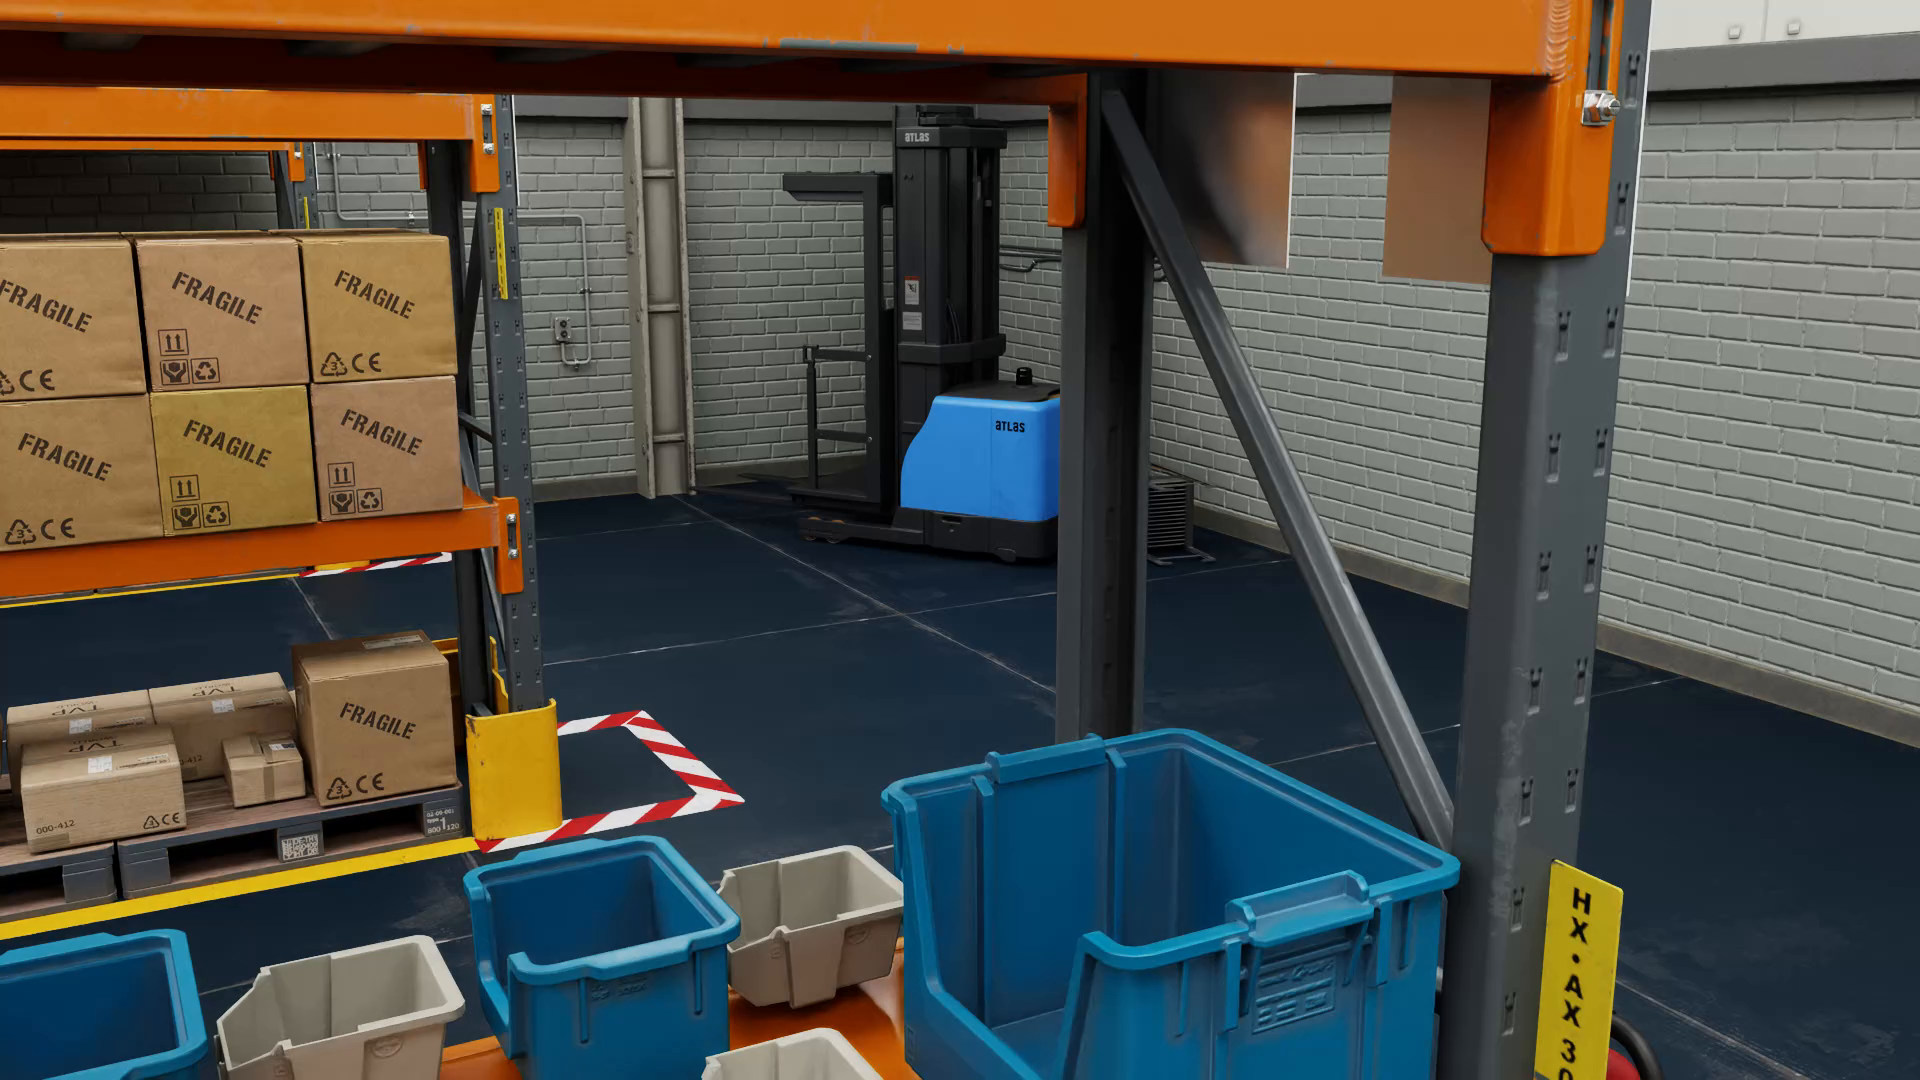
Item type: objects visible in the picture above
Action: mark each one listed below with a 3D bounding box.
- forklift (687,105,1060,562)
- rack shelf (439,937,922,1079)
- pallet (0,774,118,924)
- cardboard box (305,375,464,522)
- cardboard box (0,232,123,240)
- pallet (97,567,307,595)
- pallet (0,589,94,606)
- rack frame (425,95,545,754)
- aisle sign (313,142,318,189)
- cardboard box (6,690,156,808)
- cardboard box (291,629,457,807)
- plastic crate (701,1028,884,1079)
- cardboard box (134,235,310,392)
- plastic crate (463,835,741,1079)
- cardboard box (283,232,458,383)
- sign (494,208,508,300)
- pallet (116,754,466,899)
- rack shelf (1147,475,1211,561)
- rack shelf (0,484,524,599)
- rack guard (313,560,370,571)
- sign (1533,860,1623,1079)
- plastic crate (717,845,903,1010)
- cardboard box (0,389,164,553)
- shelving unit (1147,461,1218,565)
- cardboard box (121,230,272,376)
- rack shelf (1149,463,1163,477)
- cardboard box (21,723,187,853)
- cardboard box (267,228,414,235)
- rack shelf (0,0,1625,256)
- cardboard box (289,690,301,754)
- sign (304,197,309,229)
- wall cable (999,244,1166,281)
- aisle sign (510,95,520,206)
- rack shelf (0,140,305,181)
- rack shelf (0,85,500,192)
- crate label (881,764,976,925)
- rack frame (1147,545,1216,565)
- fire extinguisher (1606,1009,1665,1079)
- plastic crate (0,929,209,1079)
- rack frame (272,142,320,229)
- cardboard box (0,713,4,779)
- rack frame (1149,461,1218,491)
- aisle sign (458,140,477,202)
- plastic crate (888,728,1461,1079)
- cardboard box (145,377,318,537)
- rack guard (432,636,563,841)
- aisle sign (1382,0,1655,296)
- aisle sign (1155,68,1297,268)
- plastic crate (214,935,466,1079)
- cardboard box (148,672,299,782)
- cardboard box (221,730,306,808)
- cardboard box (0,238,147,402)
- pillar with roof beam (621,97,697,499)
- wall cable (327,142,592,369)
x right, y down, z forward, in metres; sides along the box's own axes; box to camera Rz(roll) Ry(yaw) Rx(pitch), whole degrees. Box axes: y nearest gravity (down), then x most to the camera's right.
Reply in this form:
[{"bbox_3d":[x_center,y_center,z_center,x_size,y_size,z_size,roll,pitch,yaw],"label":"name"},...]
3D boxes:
[{"bbox_3d":[-0.541,-1.497,11.587,3.031,2.935,1.130,7,15,29],"label":"forklift"},{"bbox_3d":[-1.304,1.085,1.596,4.000,0.370,1.077,-7,14,-28],"label":"rack shelf"},{"bbox_3d":[-3.754,1.148,6.027,1.213,0.211,1.003,-7,14,-28],"label":"pallet"},{"bbox_3d":[-2.181,-0.381,6.242,0.500,0.500,0.500,-6,14,-26],"label":"cardboard box"},{"bbox_3d":[-3.331,-0.864,6.113,0.500,0.500,0.500,-7,14,-27],"label":"cardboard box"},{"bbox_3d":[-4.959,0.074,10.801,1.213,0.211,1.003,-7,14,-28],"label":"pallet"},{"bbox_3d":[-6.029,0.201,10.235,1.213,0.211,1.003,-7,14,-28],"label":"pallet"},{"bbox_3d":[-1.918,-0.432,6.696,0.127,3.000,1.000,-7,14,-28],"label":"rack frame"},{"bbox_3d":[-4.088,-2.604,10.427,0.004,0.787,0.394,-7,14,-28],"label":"aisle sign"},{"bbox_3d":[-3.409,0.803,6.471,0.500,0.250,0.500,-7,14,-28],"label":"cardboard box"},{"bbox_3d":[-2.277,0.678,6.457,0.500,0.500,0.500,-7,14,-28],"label":"cardboard box"},{"bbox_3d":[-0.177,0.743,1.938,0.243,0.136,0.396,-7,14,-28],"label":"plastic crate"},{"bbox_3d":[-2.620,-0.815,5.895,0.500,0.500,0.500,-6,14,-26],"label":"cardboard box"},{"bbox_3d":[-0.500,0.607,2.323,0.300,0.233,0.416,-7,14,-28],"label":"plastic crate"},{"bbox_3d":[-2.177,-0.869,6.131,0.500,0.500,0.500,-7,14,-28],"label":"cardboard box"},{"bbox_3d":[-1.670,-1.042,6.049,0.005,0.325,0.100,-7,14,-28],"label":"sign"},{"bbox_3d":[-2.684,1.021,6.593,1.213,0.211,1.003,-7,14,-28],"label":"pallet"},{"bbox_3d":[1.380,-0.163,11.112,0.431,0.480,0.518,-4,13,-18],"label":"rack shelf"},{"bbox_3d":[-3.674,0.130,5.840,4.000,0.370,1.077,-7,14,-28],"label":"rack shelf"},{"bbox_3d":[-4.274,-0.169,11.222,0.348,0.500,1.175,-7,14,-28],"label":"rack guard"},{"bbox_3d":[0.730,0.548,1.971,0.005,0.325,0.100,-7,14,-28],"label":"sign"},{"bbox_3d":[-0.244,0.603,2.562,0.298,0.136,0.250,-7,14,-28],"label":"plastic crate"},{"bbox_3d":[-3.075,-0.274,5.768,0.500,0.500,0.500,-7,14,-27],"label":"cardboard box"},{"bbox_3d":[1.151,-0.305,11.773,0.431,0.503,2.100,-4,13,-18],"label":"shelving unit"},{"bbox_3d":[-2.889,-0.916,6.342,0.500,0.500,0.500,-7,14,-27],"label":"cardboard box"},{"bbox_3d":[1.156,-0.302,11.760,0.431,0.480,0.518,-4,13,-18],"label":"rack shelf"},{"bbox_3d":[-3.126,0.894,6.066,0.500,0.250,0.500,-7,14,-28],"label":"cardboard box"},{"bbox_3d":[-2.434,-0.972,6.593,0.500,0.500,0.500,-6,14,-26],"label":"cardboard box"},{"bbox_3d":[-1.304,-0.379,1.267,4.000,0.370,1.077,-7,14,-28],"label":"rack shelf"},{"bbox_3d":[-2.670,0.740,6.940,0.250,0.166,0.380,-7,14,-28],"label":"cardboard box"},{"bbox_3d":[-4.047,-1.960,10.312,0.005,0.325,0.100,-7,14,-28],"label":"sign"},{"bbox_3d":[0.841,-3.324,12.956,0.112,2.526,3.097,-7,14,-28],"label":"wall cable"},{"bbox_3d":[-1.712,-1.648,6.180,0.004,0.787,0.394,-7,14,-28],"label":"aisle sign"},{"bbox_3d":[-6.051,-2.288,9.751,4.000,0.370,1.077,-7,14,-28],"label":"rack shelf"},{"bbox_3d":[-3.674,-1.334,5.510,4.000,0.370,1.077,-7,14,-28],"label":"rack shelf"},{"bbox_3d":[0.077,0.538,2.631,0.303,0.233,0.416,-7,14,-28],"label":"crate label"},{"bbox_3d":[1.152,-0.066,11.825,0.400,0.015,2.100,-4,13,-18],"label":"rack frame"},{"bbox_3d":[0.802,0.815,2.183,0.183,0.674,0.296,-7,14,-28],"label":"fire extinguisher"},{"bbox_3d":[-1.078,0.677,2.015,0.300,0.233,0.416,-7,14,-28],"label":"plastic crate"},{"bbox_3d":[-4.295,-1.386,10.936,0.127,3.000,1.000,-7,14,-28],"label":"rack frame"},{"bbox_3d":[-3.783,0.794,5.934,0.637,0.503,0.797,-7,14,-28],"label":"cardboard box"},{"bbox_3d":[1.151,-0.543,11.721,0.400,0.015,2.100,-4,13,-18],"label":"rack frame"},{"bbox_3d":[-1.999,-1.764,6.694,0.004,0.787,0.394,-7,14,-28],"label":"aisle sign"},{"bbox_3d":[0.247,0.548,2.125,0.499,0.435,0.616,-7,14,-28],"label":"plastic crate"},{"bbox_3d":[-2.635,-0.326,5.997,0.500,0.500,0.500,-7,14,-27],"label":"cardboard box"},{"bbox_3d":[-1.985,0.796,6.935,0.348,0.500,1.175,-7,14,-28],"label":"rack guard"},{"bbox_3d":[0.655,-0.696,1.950,0.004,0.787,0.394,-7,14,-28],"label":"aisle sign"},{"bbox_3d":[0.373,-0.810,2.455,0.004,0.787,0.394,-7,14,-28],"label":"aisle sign"},{"bbox_3d":[-0.839,0.674,2.245,0.298,0.136,0.250,-7,14,-28],"label":"plastic crate"},{"bbox_3d":[-2.970,0.750,6.704,0.500,0.250,0.500,-7,14,-28],"label":"cardboard box"},{"bbox_3d":[-2.676,0.866,6.381,0.250,0.166,0.380,-7,14,-28],"label":"cardboard box"},{"bbox_3d":[-3.073,-0.760,5.648,0.500,0.500,0.500,-6,14,-26],"label":"cardboard box"},{"bbox_3d":[-0.277,-3.934,8.594,0.400,9.000,9.100,-7,14,-28],"label":"pillar with roof beam"},{"bbox_3d":[-3.624,-2.199,12.233,1.851,1.984,0.084,-7,14,-28],"label":"wall cable"}]
